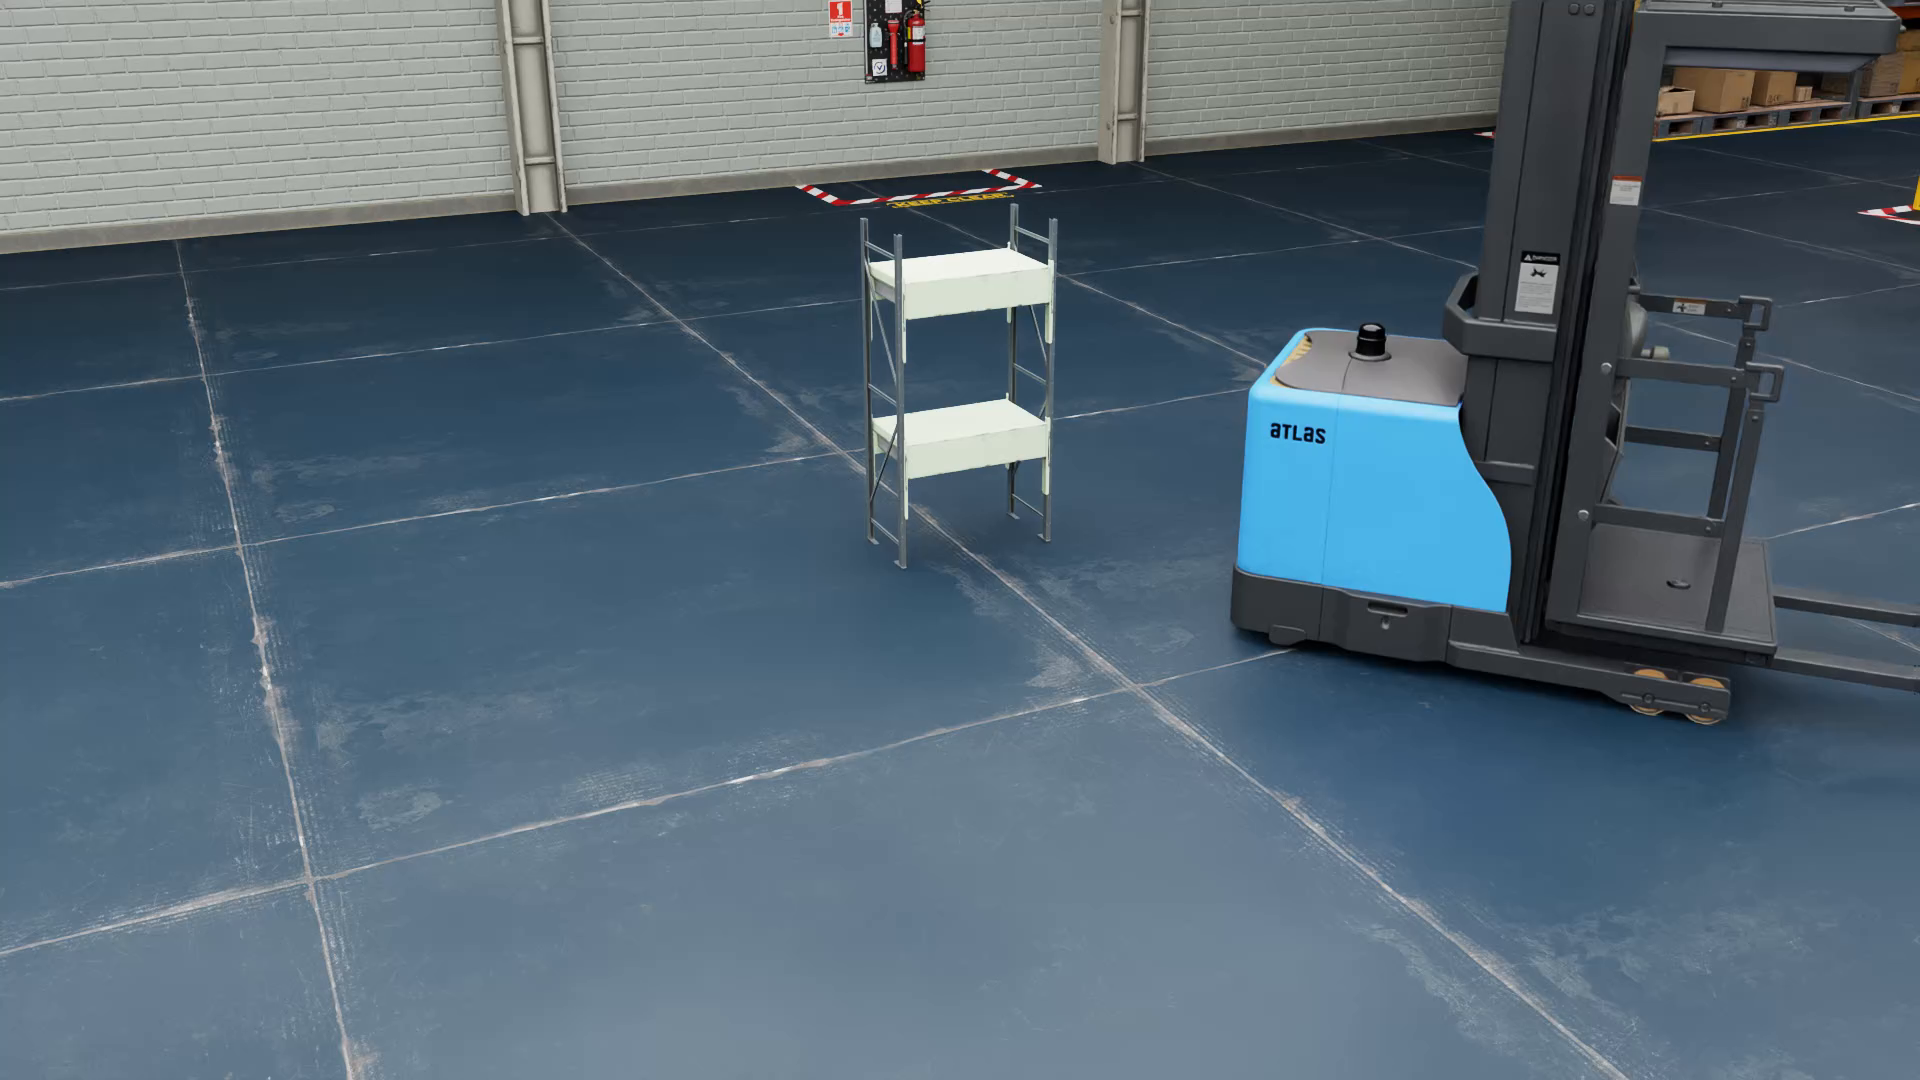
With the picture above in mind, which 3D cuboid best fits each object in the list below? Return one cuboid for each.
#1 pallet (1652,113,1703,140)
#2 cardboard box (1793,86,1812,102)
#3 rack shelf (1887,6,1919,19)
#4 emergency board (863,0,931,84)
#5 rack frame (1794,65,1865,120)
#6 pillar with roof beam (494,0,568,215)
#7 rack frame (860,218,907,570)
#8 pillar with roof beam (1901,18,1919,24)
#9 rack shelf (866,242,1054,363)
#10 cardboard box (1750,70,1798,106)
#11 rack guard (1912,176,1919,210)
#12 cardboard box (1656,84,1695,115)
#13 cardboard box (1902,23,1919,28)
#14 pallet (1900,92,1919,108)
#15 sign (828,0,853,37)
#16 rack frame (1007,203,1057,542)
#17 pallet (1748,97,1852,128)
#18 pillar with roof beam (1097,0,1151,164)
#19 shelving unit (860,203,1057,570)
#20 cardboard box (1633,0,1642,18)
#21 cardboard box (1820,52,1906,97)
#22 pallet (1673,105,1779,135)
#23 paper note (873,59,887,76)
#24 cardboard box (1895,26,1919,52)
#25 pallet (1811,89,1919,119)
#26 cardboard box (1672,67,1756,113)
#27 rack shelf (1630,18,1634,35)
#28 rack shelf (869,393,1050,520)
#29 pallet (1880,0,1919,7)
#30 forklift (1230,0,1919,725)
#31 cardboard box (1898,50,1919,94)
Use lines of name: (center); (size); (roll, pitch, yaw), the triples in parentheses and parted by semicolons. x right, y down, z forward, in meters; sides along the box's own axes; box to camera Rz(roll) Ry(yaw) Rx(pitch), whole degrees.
pallet: (7.633, -4.755, 18.961); (1.213, 0.211, 1.003); (-10, 25, -24)
cardboard box: (9.952, -5.367, 19.923); (0.250, 0.166, 0.380); (-14, 26, -30)
rack shelf: (12.223, -6.571, 20.643); (4.000, 0.370, 1.077); (-10, 25, -24)
emergency board: (-0.577, -4.931, 15.739); (0.643, 1.169, 0.194); (-10, 25, -24)
rack frame: (10.421, -6.572, 19.704); (0.127, 3.000, 1.000); (-10, 25, -24)
pillar with roof beam: (-1.873, -5.620, 9.562); (0.400, 9.000, 9.100); (-10, 25, -24)
rack frame: (-0.336, -0.631, 7.314); (0.023, 1.500, 0.400); (-10, 25, -24)
pillar with roof beam: (14.346, -8.606, 16.775); (0.400, 9.000, 9.100); (-10, 25, -24)
rack shelf: (-0.006, -1.052, 7.311); (0.720, 0.370, 0.431); (-10, 25, -24)
cardboard box: (9.504, -5.434, 19.649); (0.500, 0.500, 0.500); (-12, 26, -28)
rack guard: (8.947, -3.043, 14.447); (0.348, 0.500, 1.175); (-10, 25, -24)
cardboard box: (7.993, -5.048, 18.962); (0.500, 0.311, 0.500); (-8, 24, -19)
cardboard box: (11.940, -6.256, 20.655); (0.500, 0.250, 0.500); (-11, 25, -25)
pallet: (12.223, -5.617, 21.043); (1.213, 0.211, 1.003); (-10, 25, -24)
sign: (-1.120, -4.891, 15.597); (0.234, 0.329, 0.001); (-10, 25, -24)
rack frame: (0.324, -0.753, 7.607); (0.023, 1.500, 0.400); (-10, 25, -24)
pallet: (9.832, -5.160, 19.939); (1.213, 0.211, 1.003); (-10, 25, -24)
pillar with roof beam: (3.533, -6.616, 11.966); (0.400, 9.000, 9.100); (-10, 25, -24)
shelving unit: (-0.006, -0.692, 7.460); (0.755, 1.500, 0.431); (-10, 25, -24)
cardboard box: (7.395, -5.820, 18.058); (0.500, 0.250, 0.500); (-11, 25, -25)
cardboard box: (11.077, -5.748, 20.407); (0.500, 0.500, 0.700); (-10, 24, -22)
pallet: (8.731, -4.956, 19.447); (1.213, 0.211, 1.003); (-10, 25, -24)
paper note: (-0.766, -4.518, 15.894); (0.142, 0.148, 0.016); (-10, 25, -24)
cardboard box: (11.473, -6.169, 20.443); (0.500, 0.250, 0.500); (-11, 25, -25)
pallet: (11.122, -5.413, 20.551); (1.213, 0.211, 1.003); (-10, 25, -24)
cardboard box: (8.676, -5.239, 19.179); (0.500, 0.500, 0.700); (-12, 25, -27)
rack shelf: (8.619, -5.908, 19.041); (4.000, 0.370, 1.077); (-10, 25, -24)
rack shelf: (-0.006, -0.391, 7.585); (0.720, 0.370, 0.431); (-10, 25, -24)
pallet: (11.173, -6.560, 19.926); (1.213, 0.211, 1.003); (-10, 25, -24)
forklift: (2.669, -0.907, 6.109); (3.031, 2.935, 1.130); (9, 24, 20)
cardboard box: (11.521, -5.851, 20.656); (0.500, 0.500, 0.700); (-11, 25, -25)
